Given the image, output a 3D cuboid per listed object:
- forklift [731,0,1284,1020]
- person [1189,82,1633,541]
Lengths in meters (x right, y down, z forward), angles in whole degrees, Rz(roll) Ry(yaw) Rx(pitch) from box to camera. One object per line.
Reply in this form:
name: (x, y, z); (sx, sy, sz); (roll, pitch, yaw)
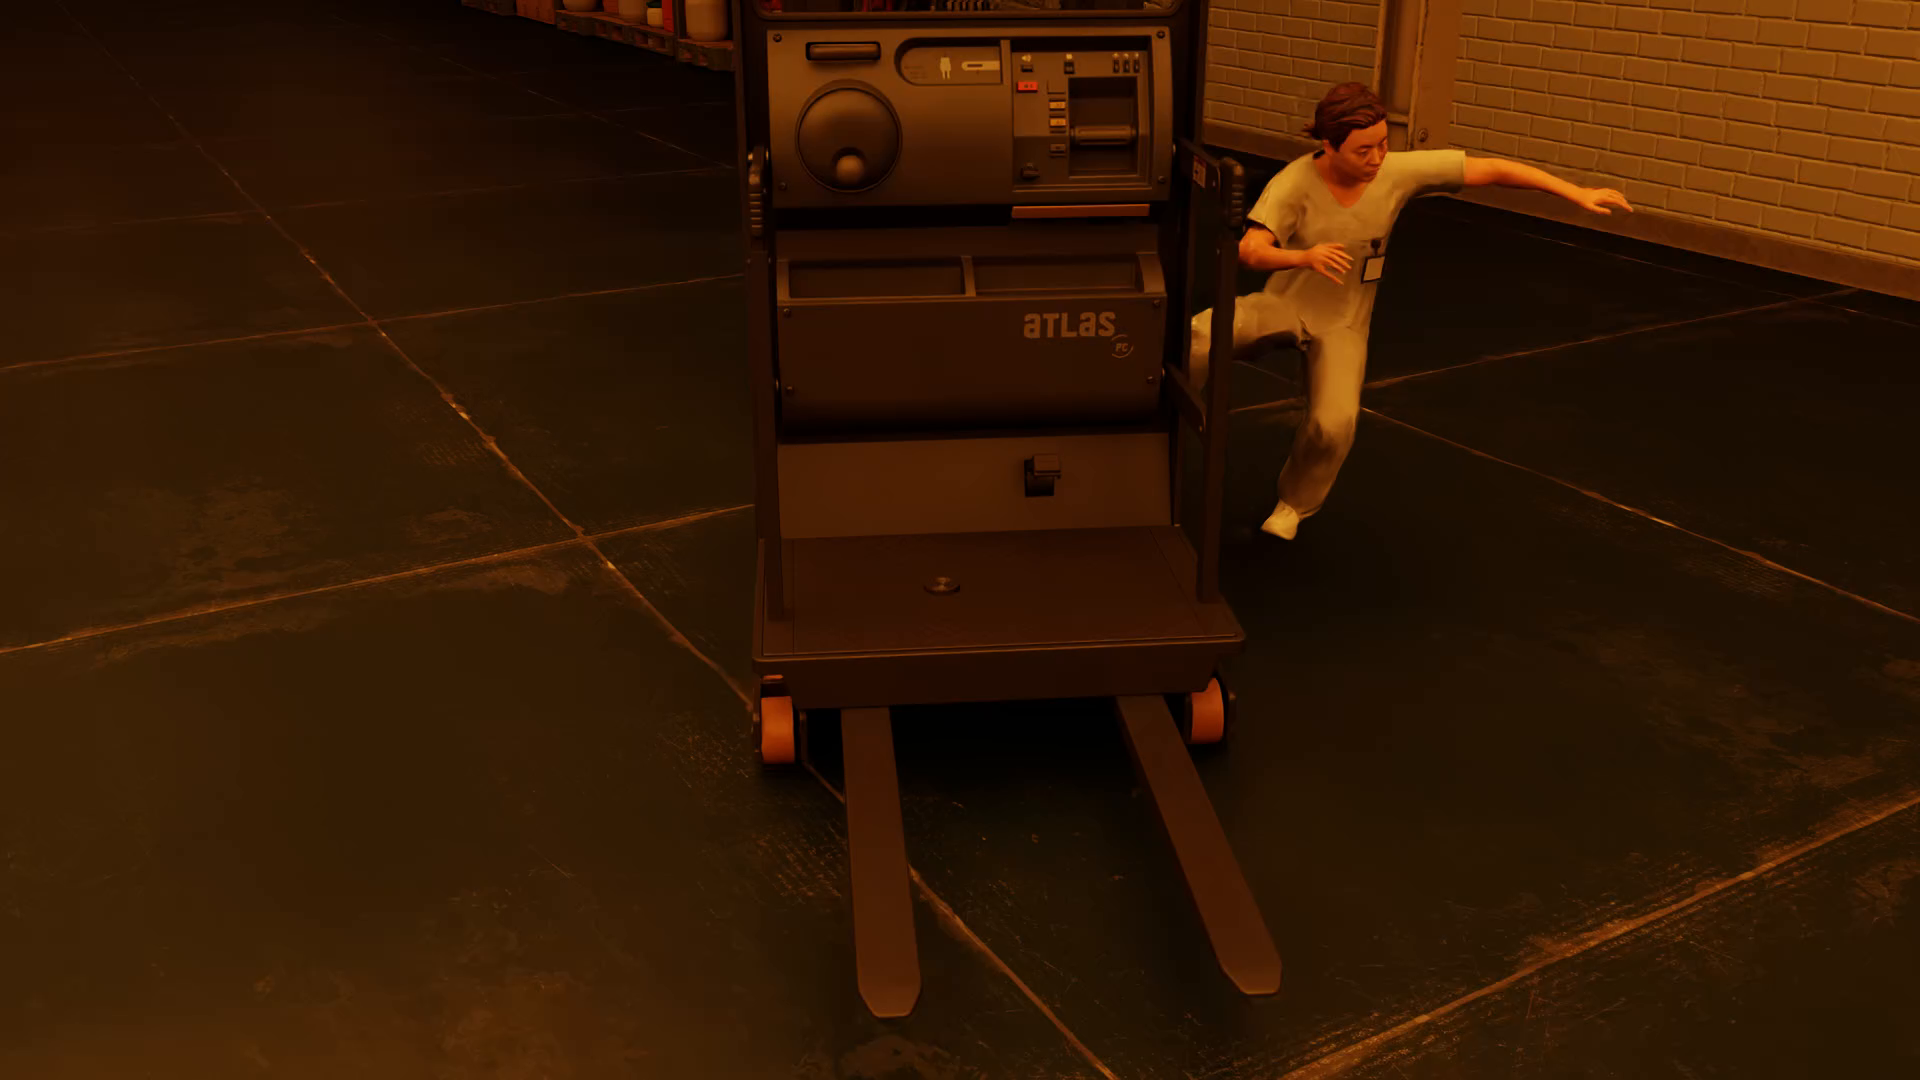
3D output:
forklift: (0.050, -0.966, 3.627); (1.130, 2.935, 3.031); (-2, 22, -5)
person: (1.064, -0.617, 4.720); (1.499, 1.328, 0.732); (0, 22, 0)
